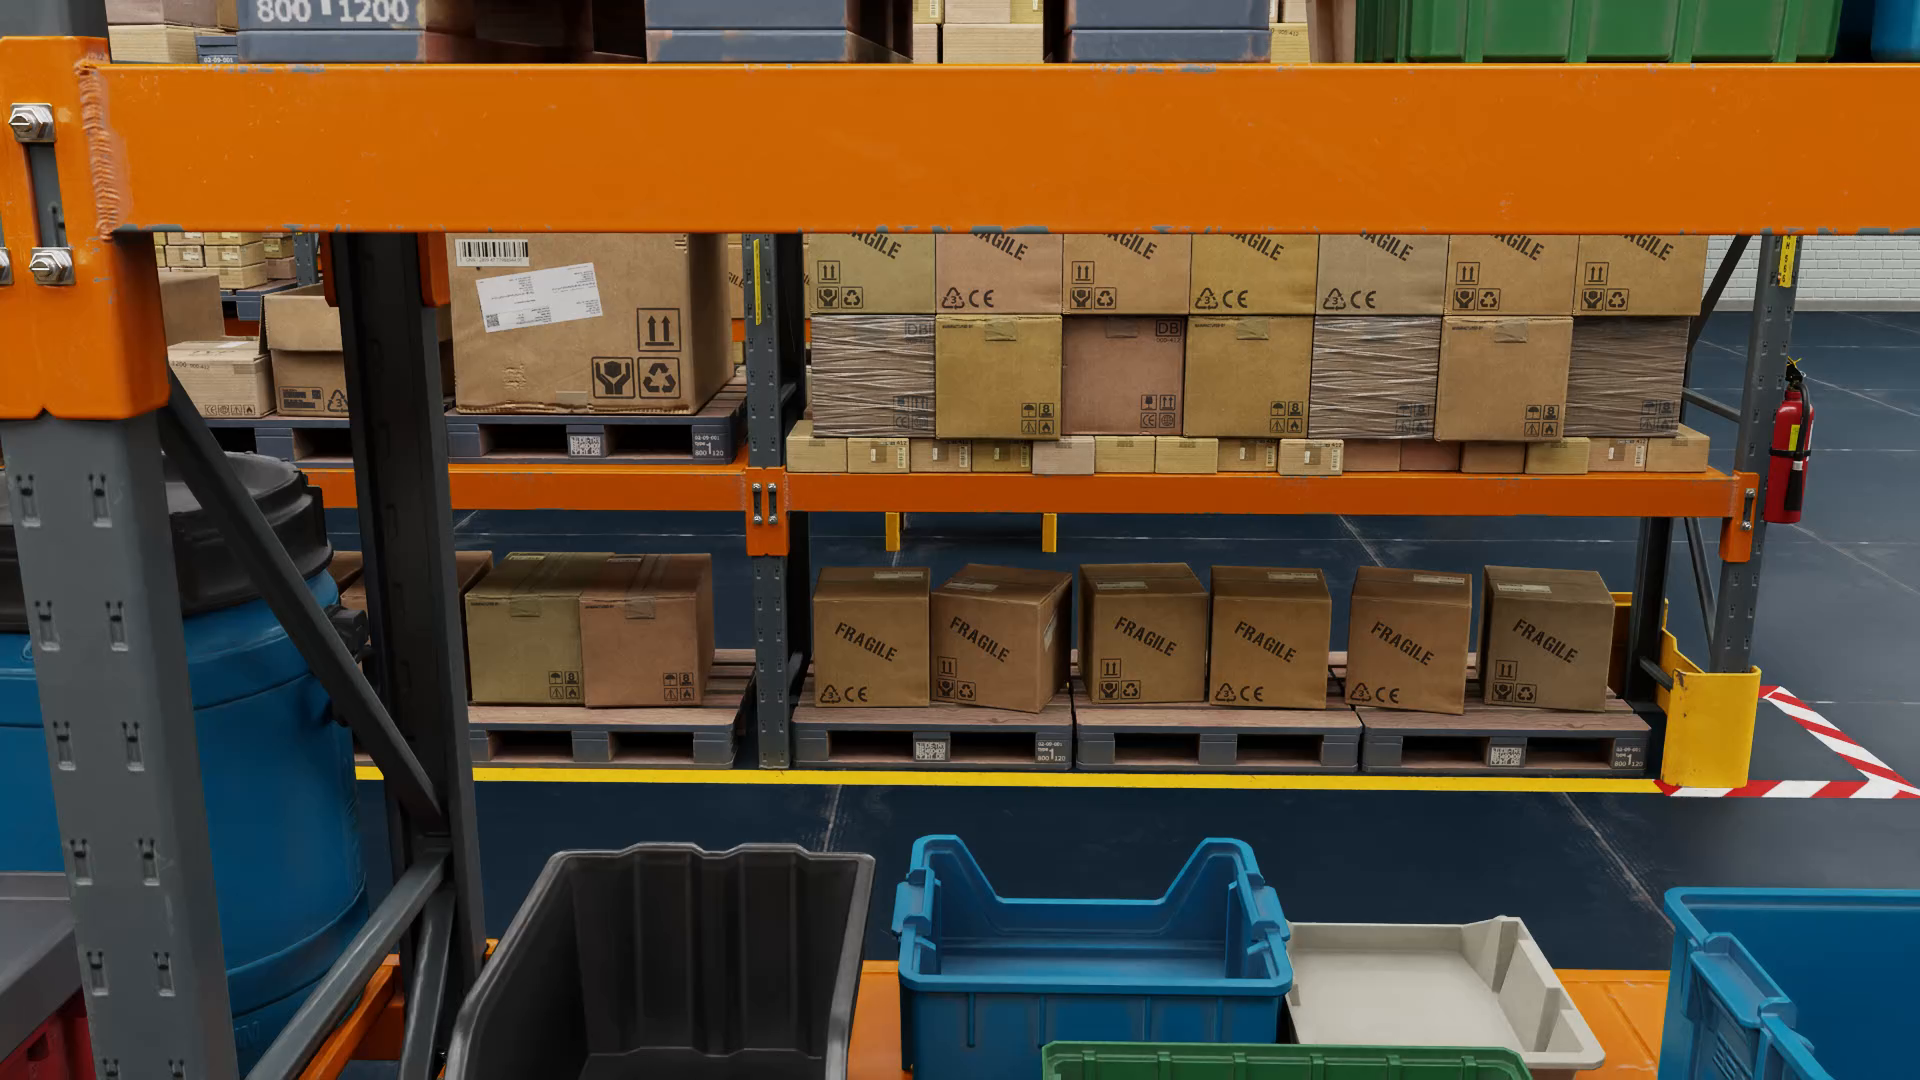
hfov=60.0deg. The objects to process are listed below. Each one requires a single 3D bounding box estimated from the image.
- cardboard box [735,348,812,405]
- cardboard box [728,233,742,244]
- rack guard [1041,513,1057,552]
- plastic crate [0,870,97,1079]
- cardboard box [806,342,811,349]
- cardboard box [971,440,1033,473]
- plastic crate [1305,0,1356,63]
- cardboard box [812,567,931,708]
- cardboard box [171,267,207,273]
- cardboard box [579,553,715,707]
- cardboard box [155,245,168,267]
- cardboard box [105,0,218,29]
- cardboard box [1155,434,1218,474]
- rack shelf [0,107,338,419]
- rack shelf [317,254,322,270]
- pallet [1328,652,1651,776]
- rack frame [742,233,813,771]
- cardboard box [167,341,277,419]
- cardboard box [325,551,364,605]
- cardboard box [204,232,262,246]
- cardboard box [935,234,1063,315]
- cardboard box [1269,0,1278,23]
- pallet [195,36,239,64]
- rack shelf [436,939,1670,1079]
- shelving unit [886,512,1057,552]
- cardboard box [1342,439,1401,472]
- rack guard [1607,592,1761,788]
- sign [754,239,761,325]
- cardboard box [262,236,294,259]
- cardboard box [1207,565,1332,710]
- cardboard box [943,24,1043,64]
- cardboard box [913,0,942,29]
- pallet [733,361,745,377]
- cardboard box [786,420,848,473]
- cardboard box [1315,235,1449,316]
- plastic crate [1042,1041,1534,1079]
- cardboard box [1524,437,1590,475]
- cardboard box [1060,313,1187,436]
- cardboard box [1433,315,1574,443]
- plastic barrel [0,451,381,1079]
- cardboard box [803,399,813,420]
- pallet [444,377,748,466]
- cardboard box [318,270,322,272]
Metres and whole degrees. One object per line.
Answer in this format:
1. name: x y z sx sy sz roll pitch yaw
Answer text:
1. cardboard box: -1.178 -0.953 12.158 0.750 0.750 1.050 0 15 1
2. cardboard box: -1.566 -2.393 11.873 0.500 0.500 0.700 0 15 0
3. rack guard: 0.574 -0.117 10.794 0.087 0.250 0.587 0 15 1
4. plastic crate: -1.402 0.715 2.125 0.583 0.464 0.402 0 15 1
5. cardboard box: -1.773 -2.058 17.090 0.625 0.372 0.950 1 15 5
6. cardboard box: 0.174 -0.394 6.945 0.250 0.149 0.380 0 15 1
7. plastic crate: 0.705 -0.745 2.419 0.396 0.136 0.243 0 15 1
8. cardboard box: -0.384 0.426 7.421 0.500 0.500 0.500 0 15 0
9. cardboard box: -5.307 -1.852 11.649 0.250 0.149 0.380 0 15 1
10. cardboard box: -1.397 0.394 7.503 0.500 0.500 0.700 -1 15 -3
11. cardboard box: -5.590 -1.997 11.616 0.250 0.149 0.380 1 15 3
12. cardboard box: -3.309 -2.284 6.562 0.500 0.500 0.500 0 15 0
13. cardboard box: 0.924 -0.386 6.916 0.250 0.149 0.380 0 15 1
14. rack shelf: -2.909 -0.445 2.175 4.000 0.370 1.077 0 15 1
15. rack shelf: -6.528 -2.811 17.023 4.000 0.370 1.077 0 15 1
16. pallet: 2.328 0.767 7.517 1.213 0.211 1.003 0 15 1
17. rack frame: -0.783 -0.592 7.204 0.127 3.000 1.000 0 15 1
18. cardboard box: -3.112 -0.679 7.005 0.500 0.250 0.500 0 15 0
19. cardboard box: -2.990 0.379 7.560 0.500 0.500 0.700 2 15 6
20. cardboard box: -5.056 -2.138 11.566 0.250 0.149 0.380 0 15 -1
21. cardboard box: 0.160 -1.197 6.758 0.500 0.500 0.500 0 15 1
22. cardboard box: 1.097 -2.090 6.515 0.250 0.149 0.380 1 15 3
23. pallet: -2.435 -1.989 6.987 1.003 0.211 1.213 0 15 1
24. rack shelf: 1.090 1.032 2.459 4.000 0.370 1.077 0 15 1
25. shelving unit: 0.076 -0.725 10.647 1.083 1.500 0.587 0 15 1
26. cardboard box: 1.675 -0.398 6.960 0.250 0.149 0.380 0 15 1
27. rack guard: 3.139 0.642 7.426 0.348 0.500 1.175 0 15 1
28. sign: -0.794 -1.010 6.520 0.005 0.325 0.100 0 15 1
29. cardboard box: -5.032 -2.162 12.241 0.250 0.149 0.380 1 15 4
30. cardboard box: 1.368 0.427 7.418 0.500 0.500 0.500 2 15 7
31. cardboard box: 0.189 -1.900 6.574 0.500 0.250 0.500 0 15 1
32. cardboard box: -0.198 -2.098 6.543 0.250 0.149 0.380 0 15 -1
33. pallet: -2.531 -1.783 17.184 1.213 0.211 1.003 0 15 1
34. cardboard box: -0.576 -0.393 6.940 0.250 0.149 0.380 0 15 1
35. cardboard box: 1.660 -1.188 6.724 0.500 0.500 0.500 0 15 1
36. plastic crate: 0.440 0.854 2.138 0.662 0.188 0.450 0 15 1
37. cardboard box: 2.424 -0.384 6.908 0.250 0.149 0.380 0 15 1
38. cardboard box: 0.666 -0.776 7.121 0.500 0.500 0.875 0 15 1
39. cardboard box: 2.163 -0.741 6.991 0.500 0.500 0.875 0 15 1
40. plastic barrel: -1.288 0.349 2.655 0.708 0.901 0.600 0 15 1
41. cardboard box: -0.561 -0.544 7.515 0.250 0.149 0.380 0 15 1
42. pallet: -1.544 -0.541 7.388 1.213 0.211 1.003 0 15 1
43. cardboard box: -7.003 -2.360 17.246 0.875 0.875 0.875 1 15 3
